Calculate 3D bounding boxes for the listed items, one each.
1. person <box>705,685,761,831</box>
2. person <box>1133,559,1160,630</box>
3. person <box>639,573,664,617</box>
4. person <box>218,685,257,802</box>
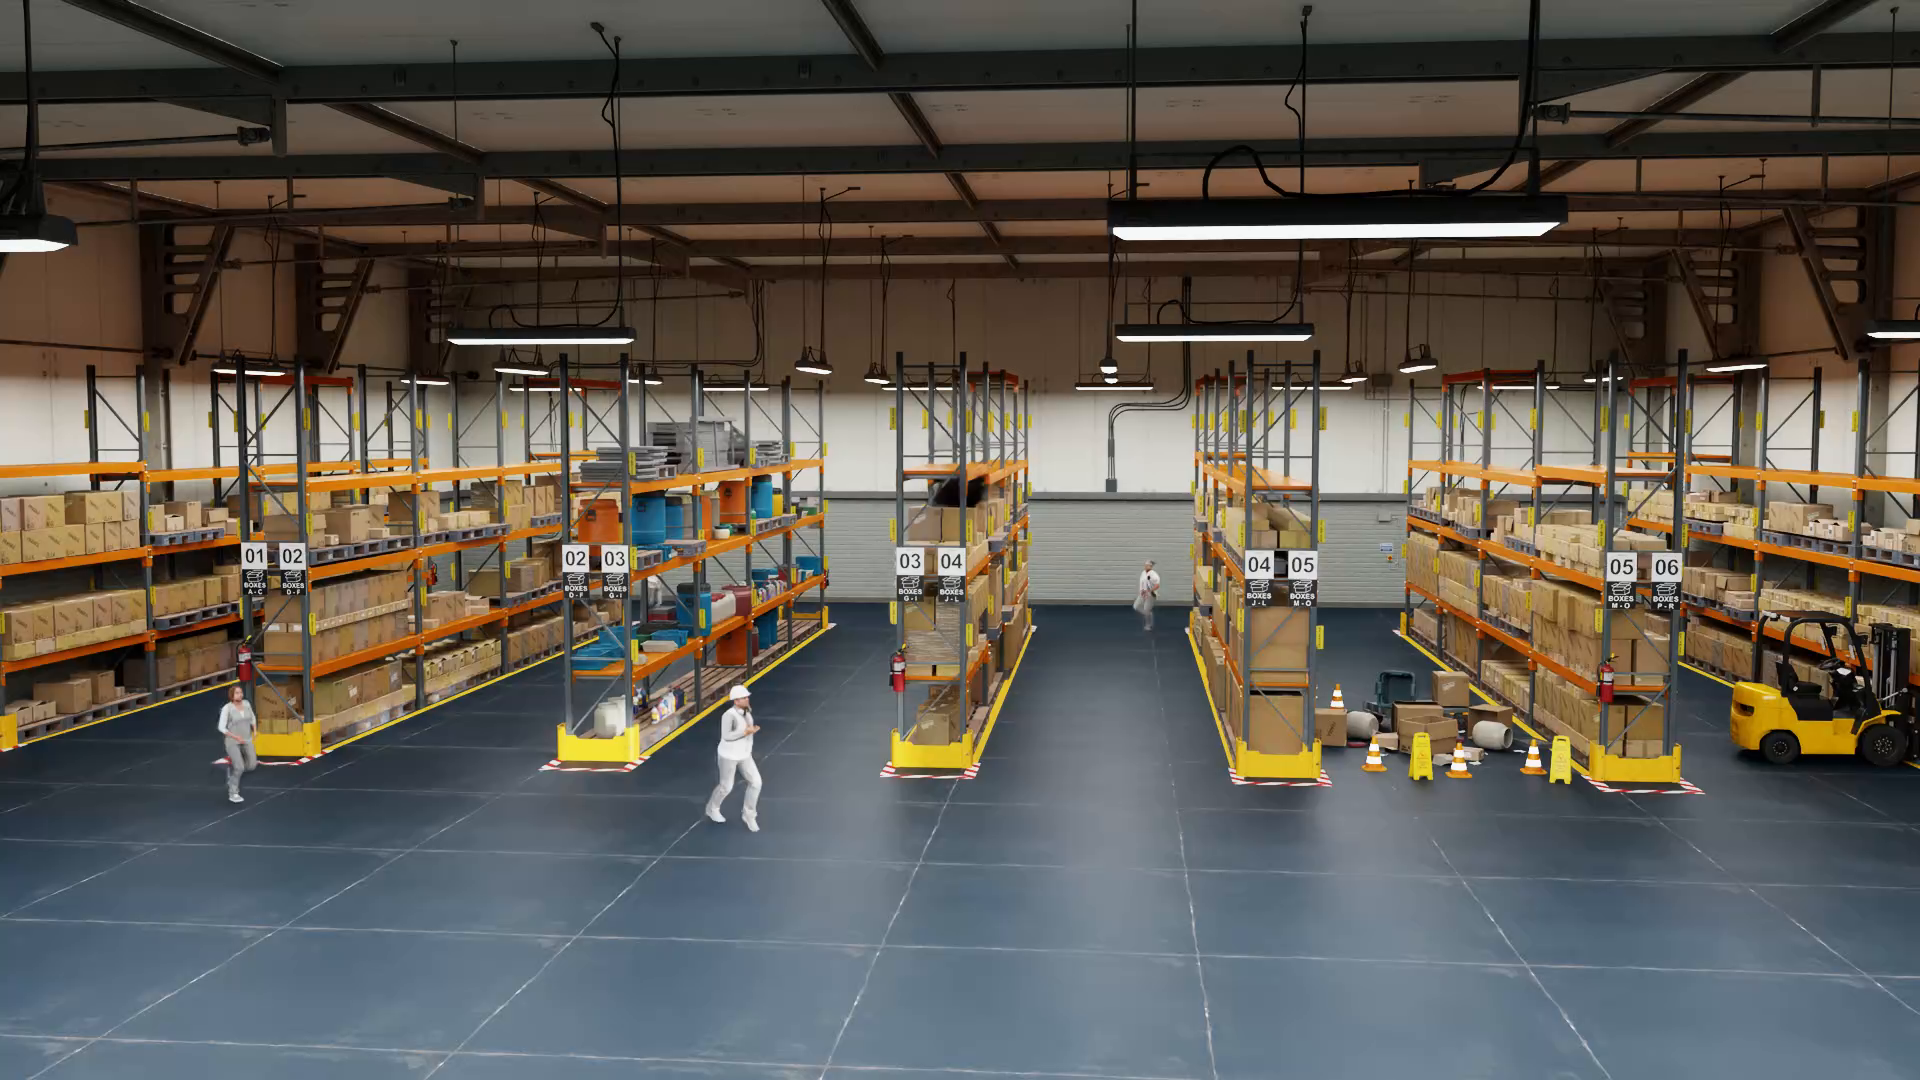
[{"bbox_3d":[-2.787,2.687,20.424,0.857,1.843,0.637,3,5,34],"label":"person"},{"bbox_3d":[4.497,1.311,39.924,0.558,1.710,0.668,-3,5,-37],"label":"person"},{"bbox_3d":[-7.683,1.227,41.541,0.831,1.707,0.644,3,5,35],"label":"person"},{"bbox_3d":[-9.485,2.682,21.897,0.605,1.538,0.575,3,5,36],"label":"person"}]
